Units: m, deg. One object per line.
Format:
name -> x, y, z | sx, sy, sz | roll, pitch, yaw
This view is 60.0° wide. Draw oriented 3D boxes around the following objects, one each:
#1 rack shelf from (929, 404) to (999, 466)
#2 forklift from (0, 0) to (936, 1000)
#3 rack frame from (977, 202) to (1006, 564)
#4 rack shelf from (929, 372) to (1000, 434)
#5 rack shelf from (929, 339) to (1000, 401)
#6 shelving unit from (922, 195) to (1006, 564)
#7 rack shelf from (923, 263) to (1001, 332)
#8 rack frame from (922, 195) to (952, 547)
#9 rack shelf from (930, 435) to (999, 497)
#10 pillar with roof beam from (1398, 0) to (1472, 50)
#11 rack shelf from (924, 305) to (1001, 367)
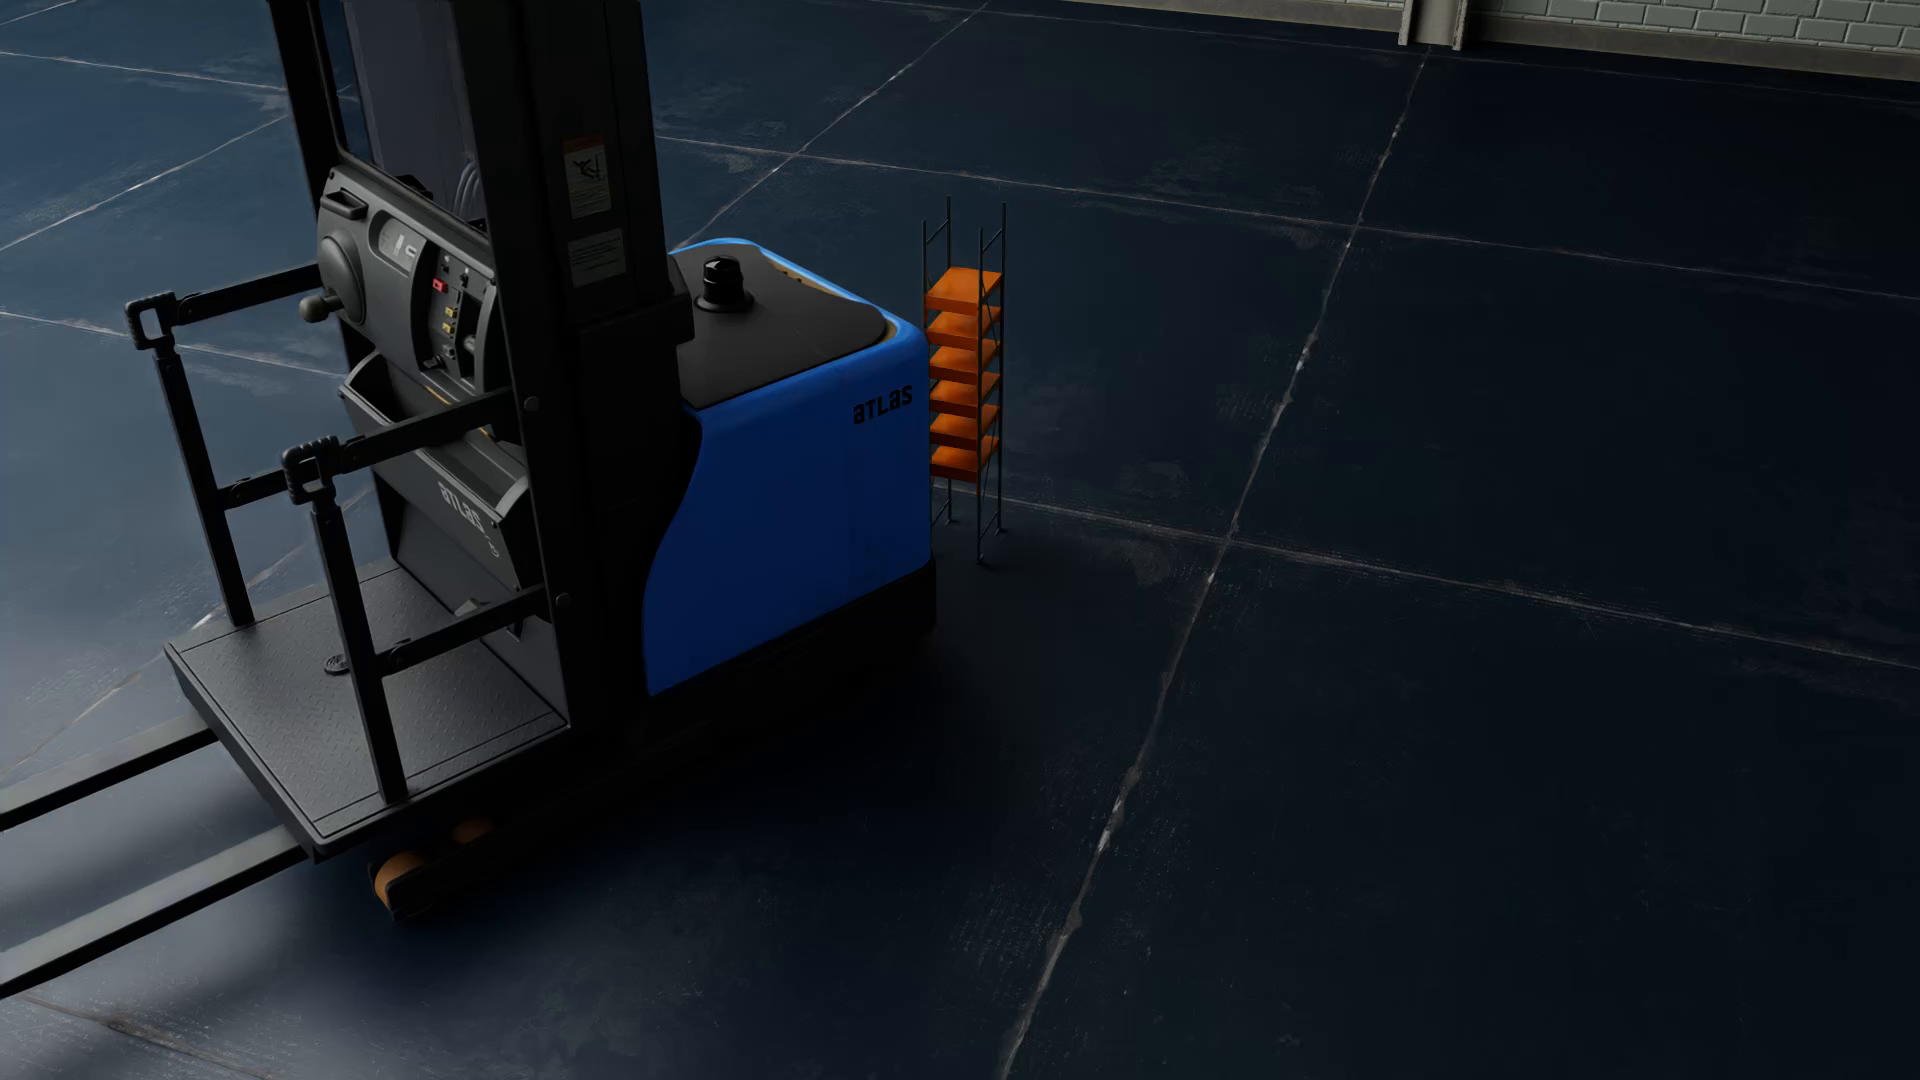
rack shelf -> 0.014, -0.363, 5.510 | 0.180, 0.103, 0.258 | 11, 34, 16
forklift -> -1.518, -0.591, 3.963 | 3.031, 2.935, 1.130 | -25, 41, -33
rack frame -> 0.100, -0.485, 5.395 | 0.006, 1.200, 0.240 | 11, 34, 16
rack shelf -> 0.014, -0.464, 5.445 | 0.180, 0.103, 0.258 | 11, 34, 16
rack shelf -> 0.014, -0.565, 5.379 | 0.180, 0.103, 0.258 | 11, 34, 16
shelving unit -> 0.014, -0.501, 5.420 | 0.189, 1.200, 0.258 | 11, 34, 16
rack shelf -> 0.014, -0.767, 5.249 | 0.180, 0.103, 0.258 | 11, 34, 16
rack frame -> -0.073, -0.518, 5.446 | 0.006, 1.200, 0.240 | 11, 34, 16
rack shelf -> 0.014, -0.262, 5.575 | 0.180, 0.103, 0.258 | 11, 34, 16
pillar with roof beam -> 1.600, -4.808, 4.900 | 0.400, 9.000, 9.100 | 11, 34, 16
rack shelf -> 0.014, -0.666, 5.314 | 0.180, 0.103, 0.258 | 11, 34, 16
